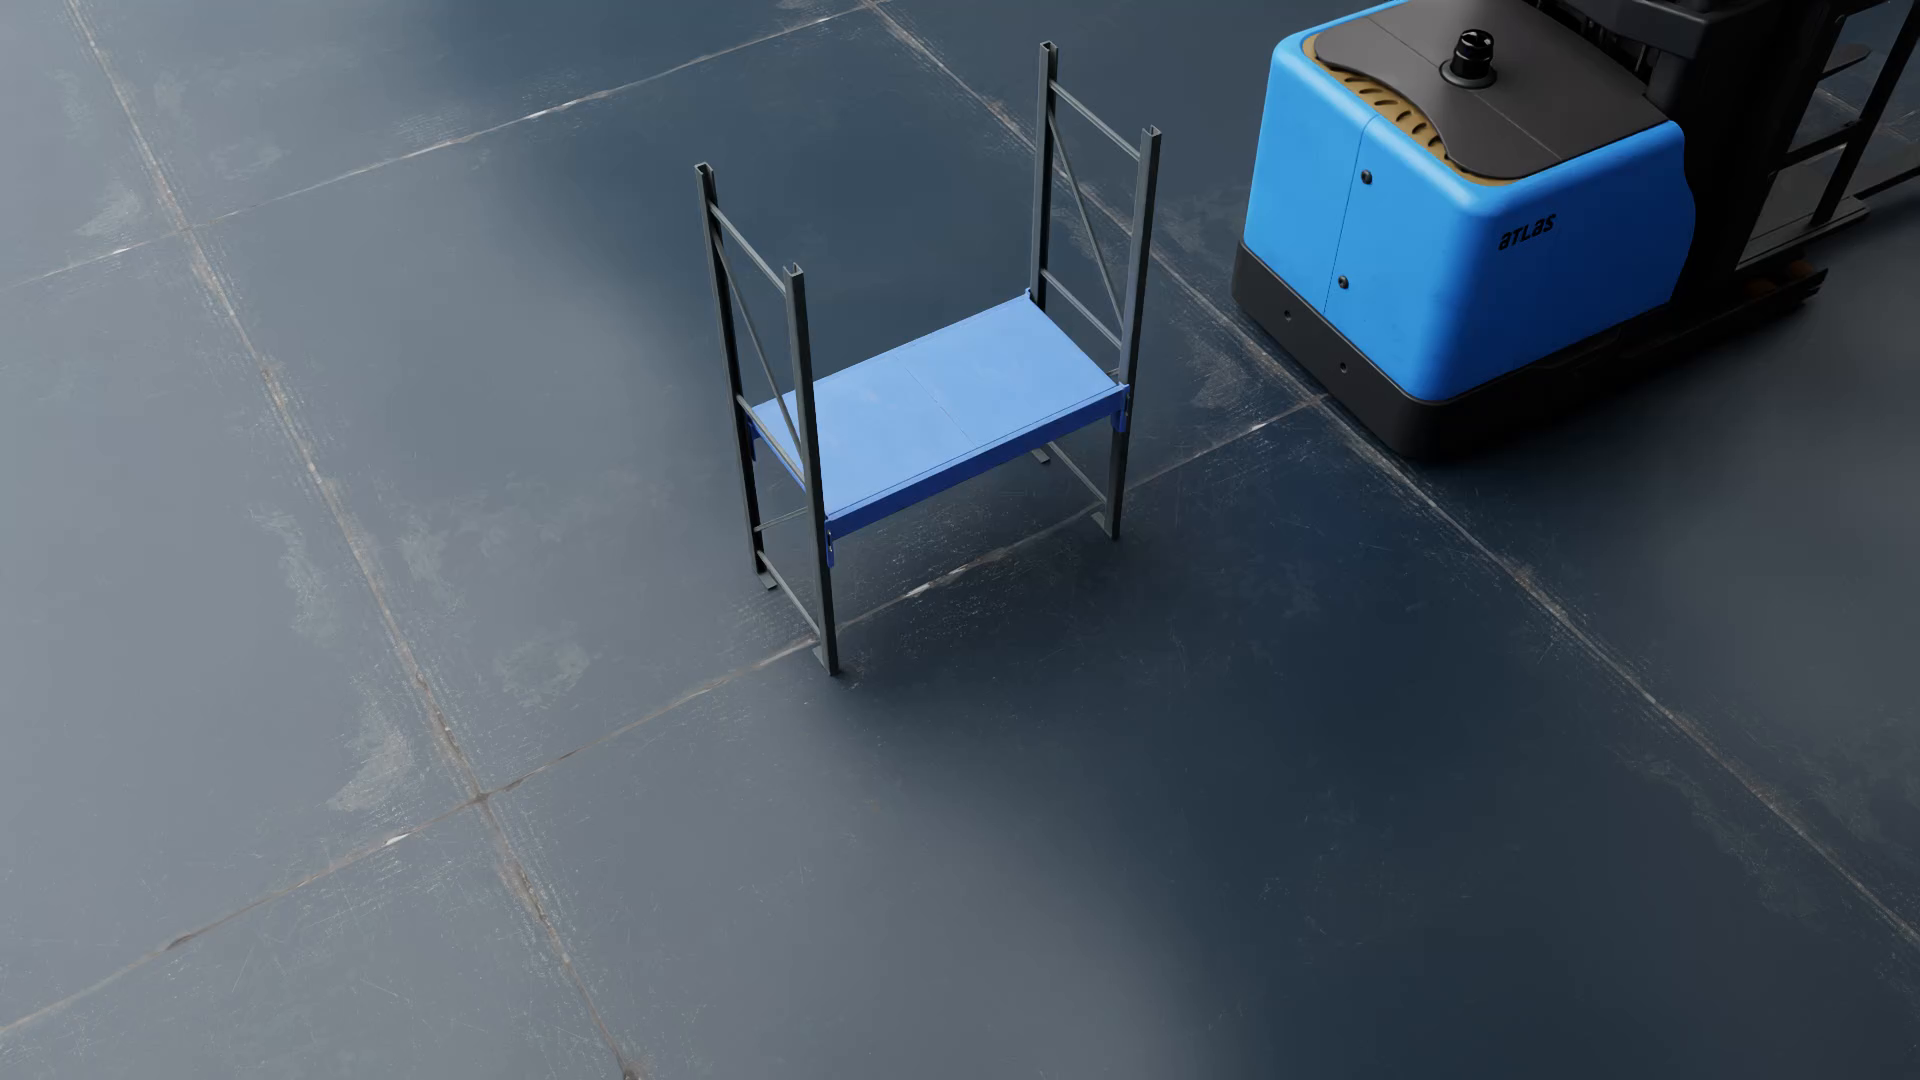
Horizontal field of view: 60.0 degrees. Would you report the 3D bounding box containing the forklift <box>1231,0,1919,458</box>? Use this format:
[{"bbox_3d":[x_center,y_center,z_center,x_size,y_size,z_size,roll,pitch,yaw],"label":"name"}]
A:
[{"bbox_3d":[2.504,-2.063,5.125,3.031,2.935,1.130,-23,52,-19],"label":"forklift"}]

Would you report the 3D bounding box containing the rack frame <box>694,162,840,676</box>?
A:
[{"bbox_3d":[-0.502,-0.262,4.479,0.032,1.500,0.500,-25,53,-21],"label":"rack frame"}]

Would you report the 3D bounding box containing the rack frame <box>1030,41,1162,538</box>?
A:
[{"bbox_3d":[0.358,-0.667,4.840,0.032,1.500,0.500,-25,53,-21],"label":"rack frame"}]

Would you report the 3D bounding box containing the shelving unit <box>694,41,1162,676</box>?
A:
[{"bbox_3d":[-0.072,-0.465,4.660,1.048,1.500,0.538,-25,53,-21],"label":"shelving unit"}]

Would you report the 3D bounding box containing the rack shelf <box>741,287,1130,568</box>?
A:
[{"bbox_3d":[-0.072,-0.345,4.794,1.000,0.185,0.538,-25,53,-21],"label":"rack shelf"}]
